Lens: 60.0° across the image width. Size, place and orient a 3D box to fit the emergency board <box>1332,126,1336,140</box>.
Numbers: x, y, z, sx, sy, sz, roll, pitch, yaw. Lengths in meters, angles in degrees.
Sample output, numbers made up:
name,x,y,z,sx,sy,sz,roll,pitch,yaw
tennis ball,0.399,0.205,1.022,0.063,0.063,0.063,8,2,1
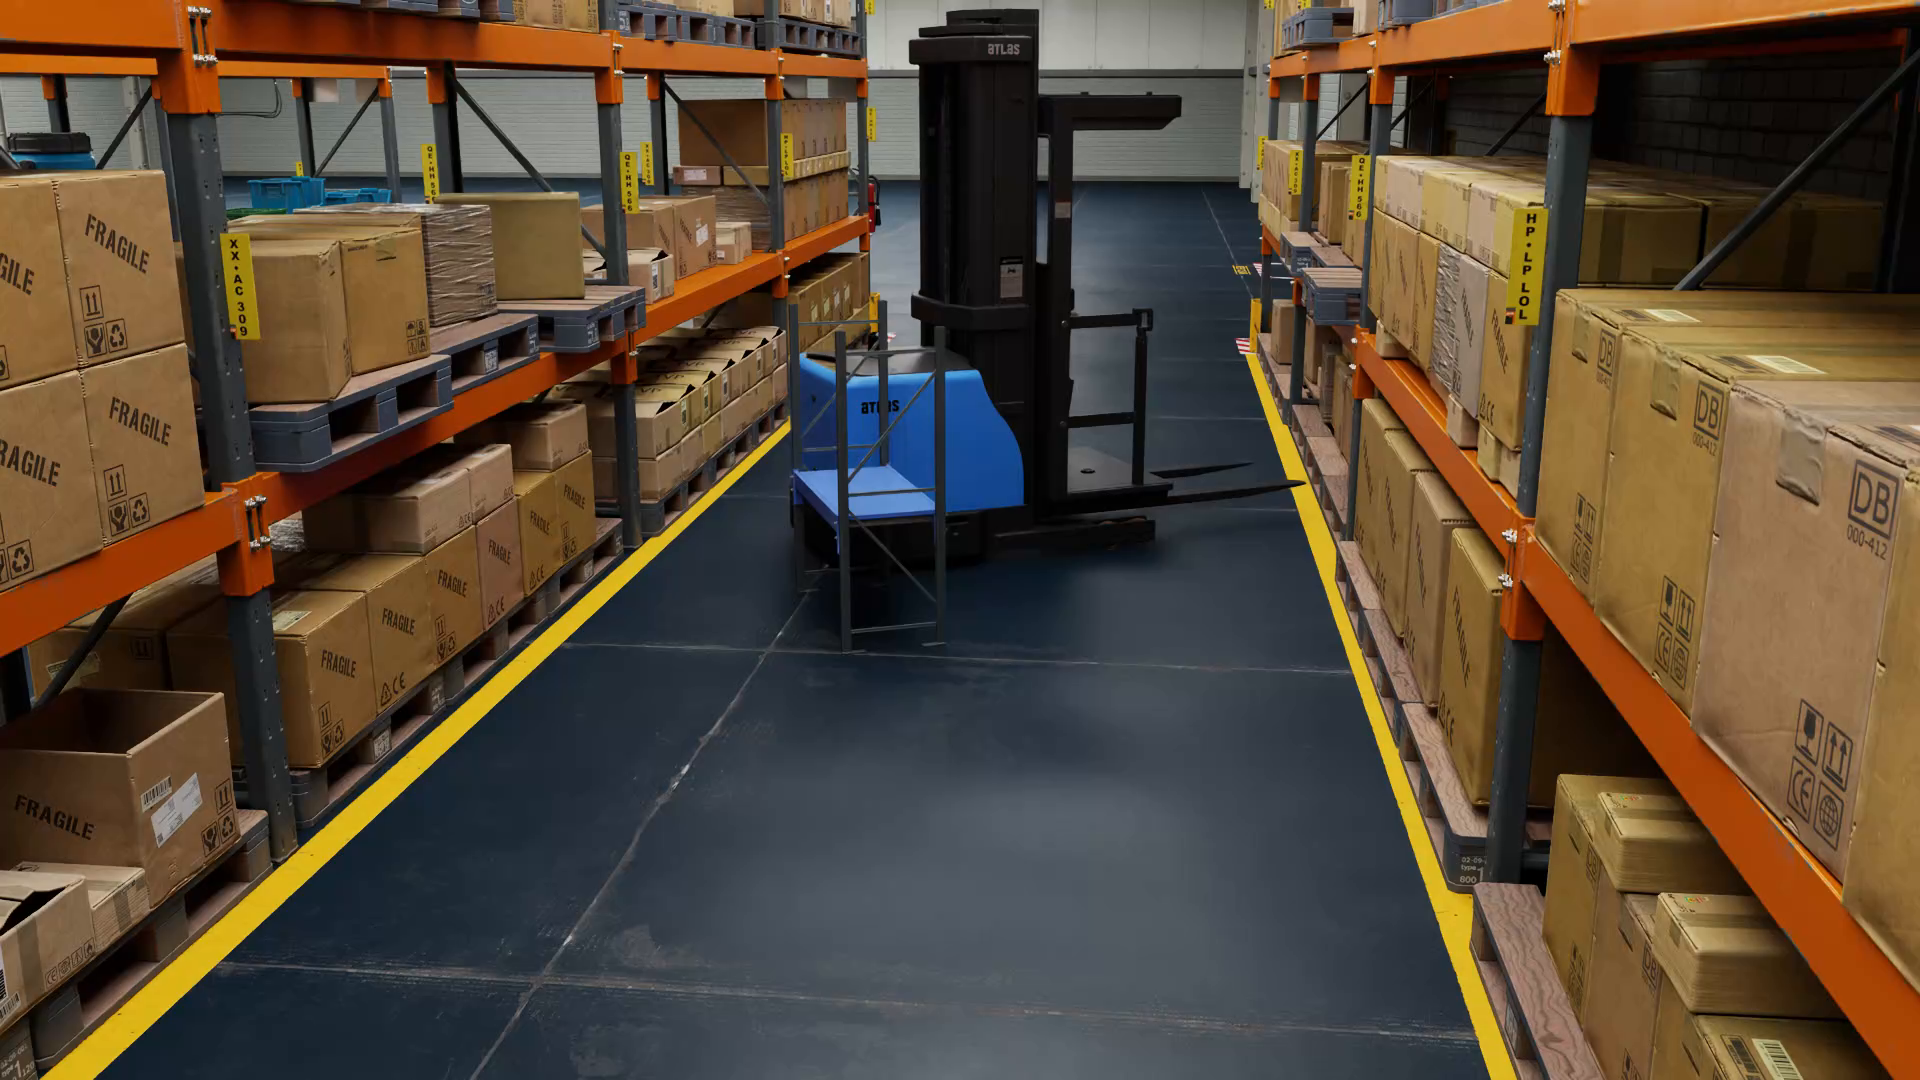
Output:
name,x,y,z,sx,sy,sz,roll,pitch,yaw
emergency board,5.273,-5.338,23.656,0.194,1.169,0.643,2,15,6

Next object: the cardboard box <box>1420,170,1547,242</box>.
name,x,y,z,sx,sy,sz,roll,pitch,yaw
cardboard box,2.125,-1.326,6.581,0.500,0.250,0.500,1,15,5

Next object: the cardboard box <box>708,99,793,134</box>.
name,x,y,z,sx,sy,sz,roll,pitch,yaw
cardboard box,-1.776,-3.377,13.729,0.700,0.500,0.500,2,15,6

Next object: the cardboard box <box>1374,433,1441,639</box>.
name,x,y,z,sx,sy,sz,roll,pitch,yaw
cardboard box,2.277,-0.025,7.322,0.750,0.750,0.750,2,15,6

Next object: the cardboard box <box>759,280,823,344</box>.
name,x,y,z,sx,sy,sz,roll,pitch,yaw
cardboard box,-1.463,-1.935,14.097,0.500,0.500,0.500,2,15,6

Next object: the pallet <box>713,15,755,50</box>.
name,x,y,z,sx,sy,sz,roll,pitch,yaw
pallet,-1.962,-3.583,11.786,0.805,0.209,1.217,1,15,4

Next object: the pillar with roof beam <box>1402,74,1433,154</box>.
name,x,y,z,sx,sy,sz,roll,pitch,yaw
pillar with roof beam,0.002,-6.165,15.221,9.100,9.000,0.400,2,15,6

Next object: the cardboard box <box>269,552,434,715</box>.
name,x,y,z,sx,sy,sz,roll,pitch,yaw
cardboard box,-2.432,0.356,6.546,0.500,0.500,0.500,2,15,7

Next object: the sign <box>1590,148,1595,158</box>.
name,x,y,z,sx,sy,sz,roll,pitch,yaw
sign,3.148,-1.817,8.419,0.100,0.325,0.005,2,15,6

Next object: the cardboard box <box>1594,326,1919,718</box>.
name,x,y,z,sx,sy,sz,roll,pitch,yaw
cardboard box,1.979,-0.052,3.533,0.980,0.700,0.700,1,15,5

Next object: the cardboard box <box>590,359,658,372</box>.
name,x,y,z,sx,sy,sz,roll,pitch,yaw
cardboard box,-2.342,-1.104,11.387,0.500,0.311,0.500,2,15,8

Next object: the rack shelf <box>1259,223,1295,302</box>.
name,x,y,z,sx,sy,sz,roll,pitch,yaw
rack shelf,3.273,-2.483,14.476,1.077,0.370,4.000,2,15,6

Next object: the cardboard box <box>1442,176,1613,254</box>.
name,x,y,z,sx,sy,sz,roll,pitch,yaw
cardboard box,2.068,-1.193,6.093,0.500,0.250,0.500,2,15,7

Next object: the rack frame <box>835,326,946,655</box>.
name,x,y,z,sx,sy,sz,roll,pitch,yaw
rack frame,-0.310,-0.215,7.582,0.500,1.500,0.032,-5,16,-17

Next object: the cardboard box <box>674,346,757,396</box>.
name,x,y,z,sx,sy,sz,roll,pitch,yaw
cardboard box,-1.747,-1.225,11.833,0.500,0.311,0.500,2,15,6

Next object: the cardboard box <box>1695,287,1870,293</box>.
name,x,y,z,sx,sy,sz,roll,pitch,yaw
cardboard box,2.447,-0.550,5.150,0.500,0.500,0.500,1,15,4

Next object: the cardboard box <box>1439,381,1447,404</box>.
name,x,y,z,sx,sy,sz,roll,pitch,yaw
cardboard box,2.130,-0.618,6.643,0.380,0.149,0.250,2,15,8

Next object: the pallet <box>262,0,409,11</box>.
name,x,y,z,sx,sy,sz,roll,pitch,yaw
pallet,-2.635,-1.906,5.577,1.213,0.211,1.003,2,15,6

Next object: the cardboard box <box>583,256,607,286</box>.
name,x,y,z,sx,sy,sz,roll,pitch,yaw
cardboard box,-2.242,-1.469,9.519,0.500,0.311,0.500,3,15,10

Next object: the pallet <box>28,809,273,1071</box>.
name,x,y,z,sx,sy,sz,roll,pitch,yaw
pallet,-2.856,1.143,5.032,1.003,0.211,1.213,2,15,6

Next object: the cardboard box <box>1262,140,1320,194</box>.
name,x,y,z,sx,sy,sz,roll,pitch,yaw
cardboard box,3.146,-3.533,15.794,0.500,0.500,0.500,2,15,6

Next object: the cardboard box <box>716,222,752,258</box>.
name,x,y,z,sx,sy,sz,roll,pitch,yaw
cardboard box,-1.887,-2.255,12.542,0.500,0.250,0.500,3,15,10

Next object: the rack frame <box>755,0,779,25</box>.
name,x,y,z,sx,sy,sz,roll,pitch,yaw
rack frame,-1.875,-5.352,12.217,1.000,3.000,0.127,2,15,6

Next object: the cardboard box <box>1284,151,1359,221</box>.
name,x,y,z,sx,sy,sz,roll,pitch,yaw
cardboard box,2.793,-2.742,12.870,0.500,0.500,0.500,2,15,6

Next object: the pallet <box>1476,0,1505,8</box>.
name,x,y,z,sx,sy,sz,roll,pitch,yaw
pallet,2.199,-1.831,5.309,0.805,0.209,1.217,1,15,4

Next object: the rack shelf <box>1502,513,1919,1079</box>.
name,x,y,z,sx,sy,sz,roll,pitch,yaw
rack shelf,1.919,0.629,2.966,1.077,0.370,4.000,2,15,6

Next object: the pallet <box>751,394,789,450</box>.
name,x,y,z,sx,sy,sz,roll,pitch,yaw
pallet,-1.920,-0.918,12.653,1.003,0.211,1.213,2,15,6

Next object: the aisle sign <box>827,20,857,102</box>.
name,x,y,z,sx,sy,sz,roll,pitch,yaw
aisle sign,-1.125,-4.757,16.528,0.394,0.787,0.004,2,15,6

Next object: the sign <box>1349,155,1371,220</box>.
name,x,y,z,sx,sy,sz,roll,pitch,yaw
sign,2.056,-1.808,8.536,0.100,0.325,0.005,2,15,6

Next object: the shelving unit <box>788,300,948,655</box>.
name,x,y,z,sx,sy,sz,roll,pitch,yaw
shelving unit,-0.460,-0.341,8.051,0.538,1.500,1.048,-5,16,-17

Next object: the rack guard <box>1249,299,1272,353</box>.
name,x,y,z,sx,sy,sz,roll,pitch,yaw
rack guard,3.490,-2.123,16.554,1.175,0.500,0.348,2,15,6

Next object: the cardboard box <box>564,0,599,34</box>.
name,x,y,z,sx,sy,sz,roll,pitch,yaw
cardboard box,-2.342,-2.801,8.336,0.910,0.500,0.500,2,15,6

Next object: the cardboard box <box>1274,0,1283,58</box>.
name,x,y,z,sx,sy,sz,roll,pitch,yaw
cardboard box,3.116,-4.637,15.089,0.500,0.500,0.500,3,15,10

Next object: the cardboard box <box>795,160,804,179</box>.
name,x,y,z,sx,sy,sz,roll,pitch,yaw
cardboard box,-1.538,-3.147,14.119,0.380,0.149,0.250,1,15,4

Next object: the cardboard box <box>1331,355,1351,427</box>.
name,x,y,z,sx,sy,sz,roll,pitch,yaw
cardboard box,2.972,-0.990,11.524,0.700,0.500,0.500,1,15,5

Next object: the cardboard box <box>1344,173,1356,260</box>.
name,x,y,z,sx,sy,sz,roll,pitch,yaw
cardboard box,2.757,-1.981,10.206,0.700,0.500,0.500,2,15,6

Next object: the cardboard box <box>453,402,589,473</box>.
name,x,y,z,sx,sy,sz,roll,pitch,yaw
cardboard box,-2.201,-0.522,8.357,0.500,0.250,0.500,2,15,8

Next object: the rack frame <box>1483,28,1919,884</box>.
name,x,y,z,sx,sy,sz,roll,pitch,yaw
rack frame,2.145,-0.237,4.790,1.000,3.000,0.127,2,15,6

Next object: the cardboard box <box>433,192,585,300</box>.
name,x,y,z,sx,sy,sz,roll,pitch,yaw
cardboard box,-2.286,-1.503,8.479,0.700,0.500,0.500,-3,16,-13

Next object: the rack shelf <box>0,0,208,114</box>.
name,x,y,z,sx,sy,sz,roll,pitch,yaw
rack shelf,-3.004,-0.964,3.111,1.077,0.370,4.000,2,15,6

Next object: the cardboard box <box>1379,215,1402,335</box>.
name,x,y,z,sx,sy,sz,roll,pitch,yaw
cardboard box,2.218,-1.222,7.633,0.500,0.500,0.500,2,15,8

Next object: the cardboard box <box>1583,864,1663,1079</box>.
name,x,y,z,sx,sy,sz,roll,pitch,yaw
cardboard box,1.898,1.088,3.874,0.700,0.500,0.500,2,15,6

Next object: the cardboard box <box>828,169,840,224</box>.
name,x,y,z,sx,sy,sz,roll,pitch,yaw
cardboard box,-1.544,-3.285,15.873,0.700,0.500,0.500,2,15,8

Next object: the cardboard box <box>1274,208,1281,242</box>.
name,x,y,z,sx,sy,sz,roll,pitch,yaw
cardboard box,2.905,-2.640,13.929,0.500,0.250,0.500,2,15,6

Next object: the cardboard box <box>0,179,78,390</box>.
name,x,y,z,sx,sy,sz,roll,pitch,yaw
cardboard box,-2.633,-0.641,4.178,0.500,0.500,0.500,1,15,5

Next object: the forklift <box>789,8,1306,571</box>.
name,x,y,z,sx,sy,sz,roll,pitch,yaw
forklift,0.577,-1.477,9.507,3.031,2.935,1.130,-6,16,-21

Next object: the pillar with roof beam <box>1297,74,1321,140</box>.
name,x,y,z,sx,sy,sz,roll,pitch,yaw
pillar with roof beam,1.356,-9.277,26.731,9.100,9.000,0.400,2,15,6

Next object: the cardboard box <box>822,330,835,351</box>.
name,x,y,z,sx,sy,sz,roll,pitch,yaw
cardboard box,-1.399,-1.702,14.674,0.500,0.250,0.500,2,15,6

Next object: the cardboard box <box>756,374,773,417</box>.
name,x,y,z,sx,sy,sz,roll,pitch,yaw
cardboard box,-1.693,-1.085,12.390,0.500,0.250,0.500,1,15,5

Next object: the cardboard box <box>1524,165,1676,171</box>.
name,x,y,z,sx,sy,sz,roll,pitch,yaw
cardboard box,2.679,-1.445,7.023,0.500,0.250,0.500,1,15,5

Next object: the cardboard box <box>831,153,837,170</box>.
name,x,y,z,sx,sy,sz,roll,pitch,yaw
cardboard box,-1.365,-3.551,15.614,0.380,0.149,0.250,2,15,7

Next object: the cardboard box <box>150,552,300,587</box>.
name,x,y,z,sx,sy,sz,roll,pitch,yaw
cardboard box,-2.943,0.348,6.573,0.500,0.500,0.500,2,15,6

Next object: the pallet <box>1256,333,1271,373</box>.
name,x,y,z,sx,sy,sz,roll,pitch,yaw
pallet,3.363,-1.773,15.816,1.003,0.211,1.213,2,15,6

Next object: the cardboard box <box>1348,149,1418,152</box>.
name,x,y,z,sx,sy,sz,roll,pitch,yaw
cardboard box,3.370,-2.861,13.307,0.500,0.500,0.500,2,15,6

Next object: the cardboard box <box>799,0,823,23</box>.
name,x,y,z,sx,sy,sz,roll,pitch,yaw
cardboard box,-1.564,-4.648,14.088,0.797,0.503,0.637,3,16,12
